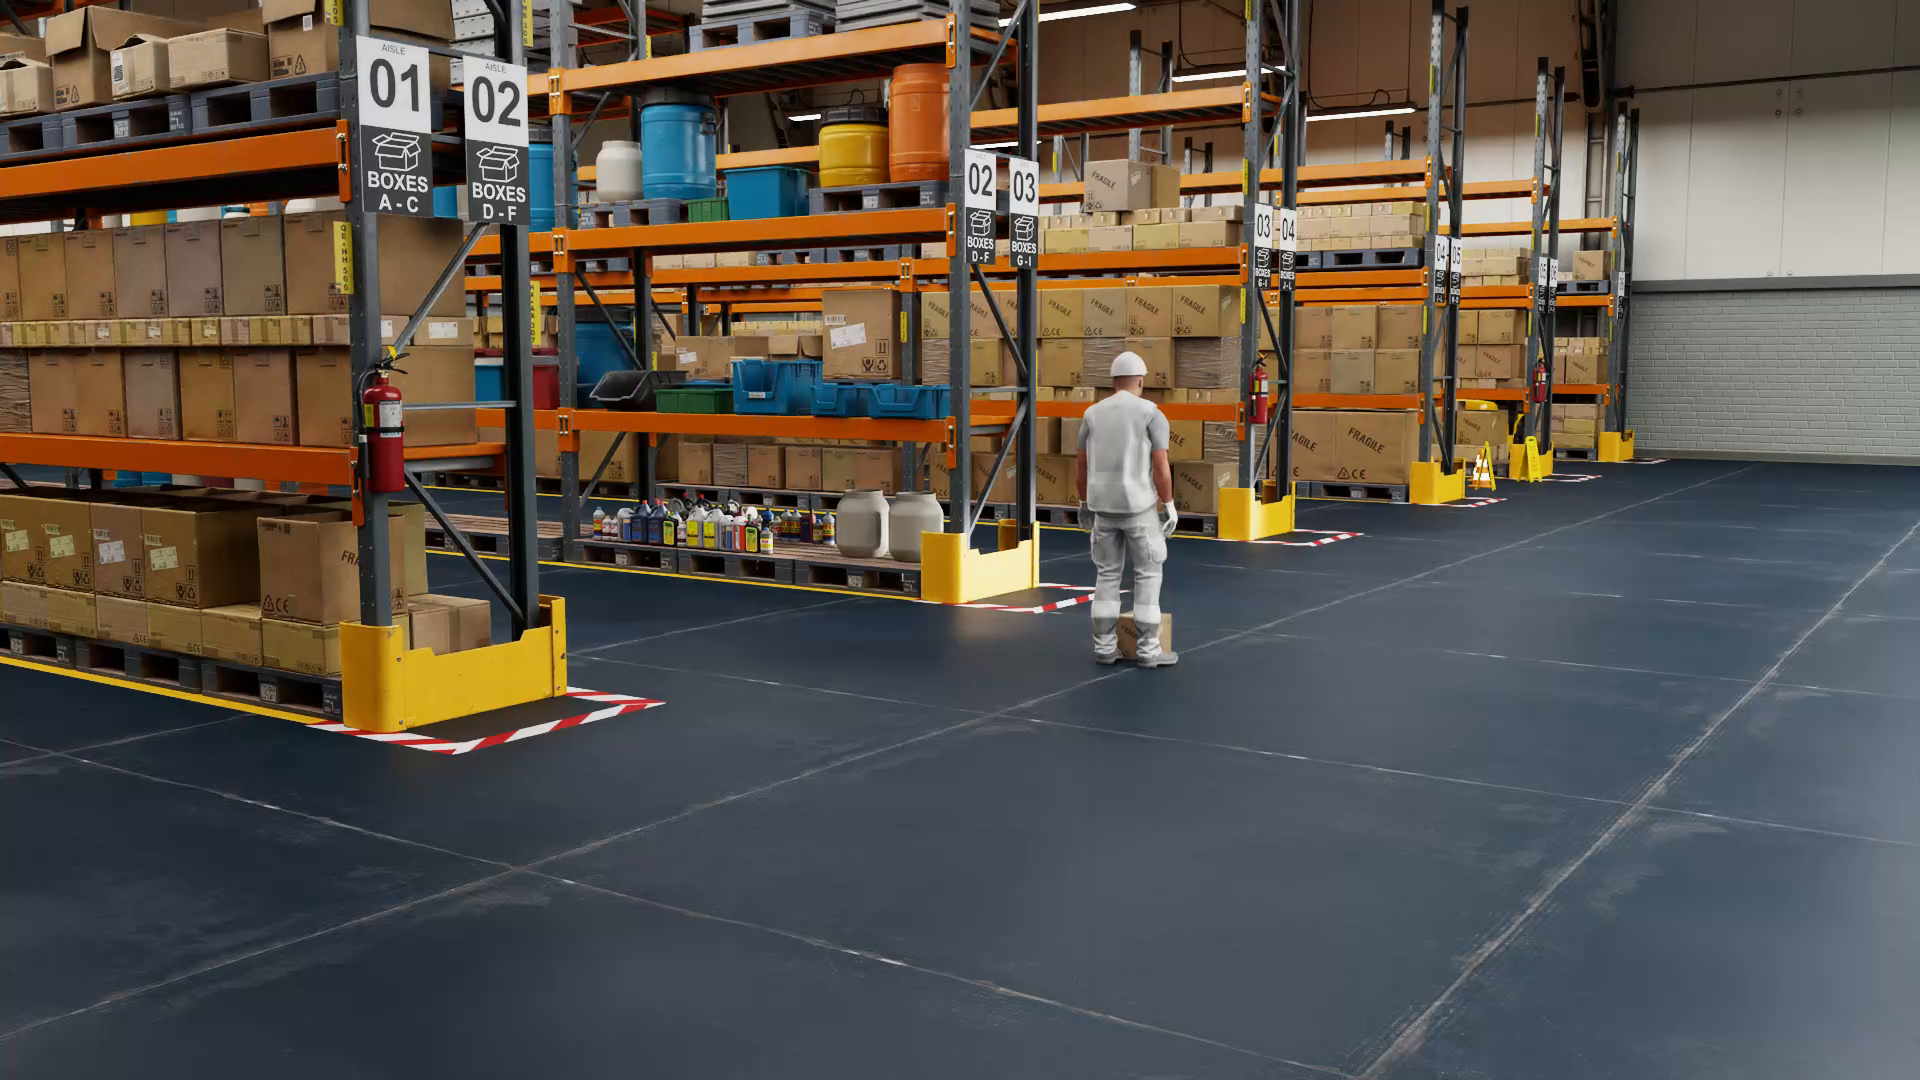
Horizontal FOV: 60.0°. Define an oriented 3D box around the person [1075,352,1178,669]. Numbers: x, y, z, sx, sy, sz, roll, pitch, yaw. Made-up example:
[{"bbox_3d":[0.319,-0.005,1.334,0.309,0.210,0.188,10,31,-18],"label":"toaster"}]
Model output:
[{"bbox_3d":[0.949,-0.175,9.457,0.609,1.777,0.453,4,7,31],"label":"person"}]
